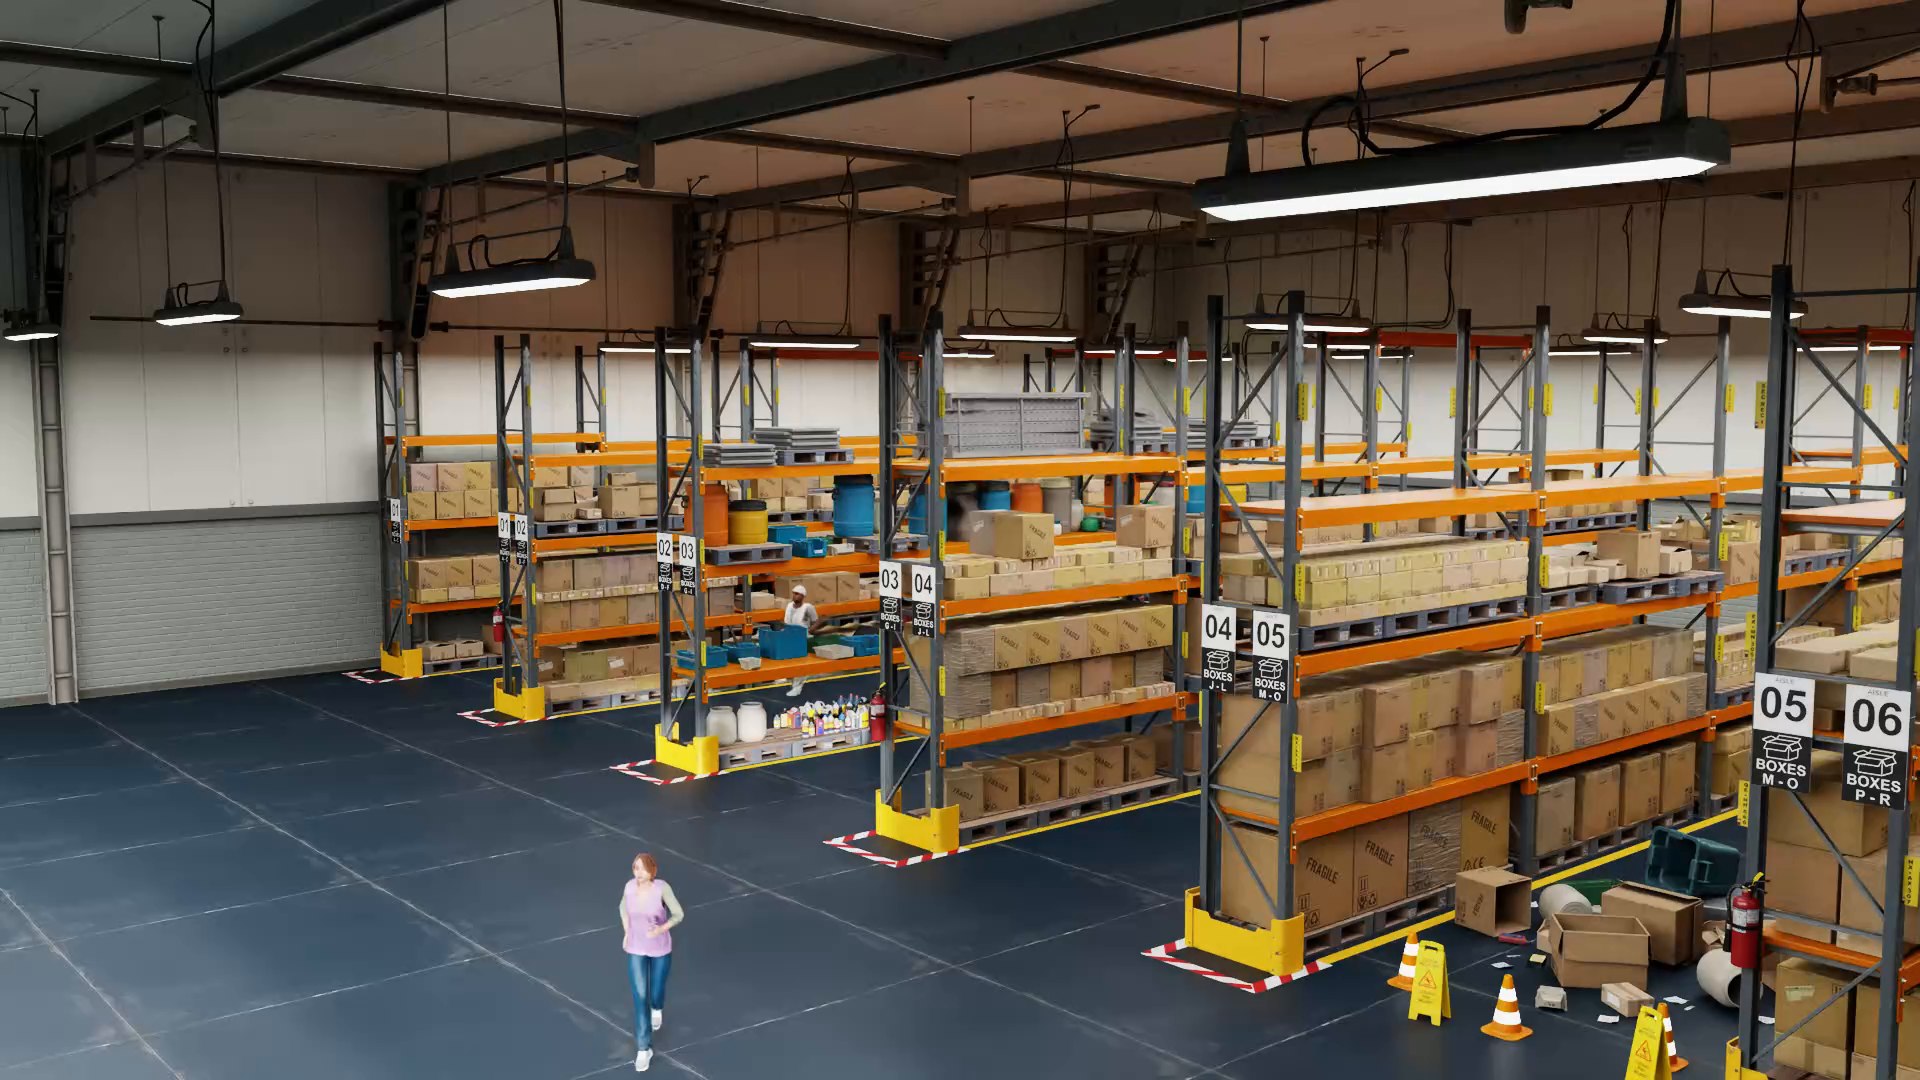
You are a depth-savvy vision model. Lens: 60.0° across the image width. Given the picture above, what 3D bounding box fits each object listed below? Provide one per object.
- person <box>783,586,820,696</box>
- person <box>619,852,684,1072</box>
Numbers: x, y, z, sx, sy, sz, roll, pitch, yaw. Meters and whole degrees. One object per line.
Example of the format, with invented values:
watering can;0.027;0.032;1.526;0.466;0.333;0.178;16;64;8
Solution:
person;-2.547;1.594;26.514;0.683;1.747;0.625;4;6;35
person;-2.400;3.198;12.916;0.526;1.606;0.815;0;5;-1
